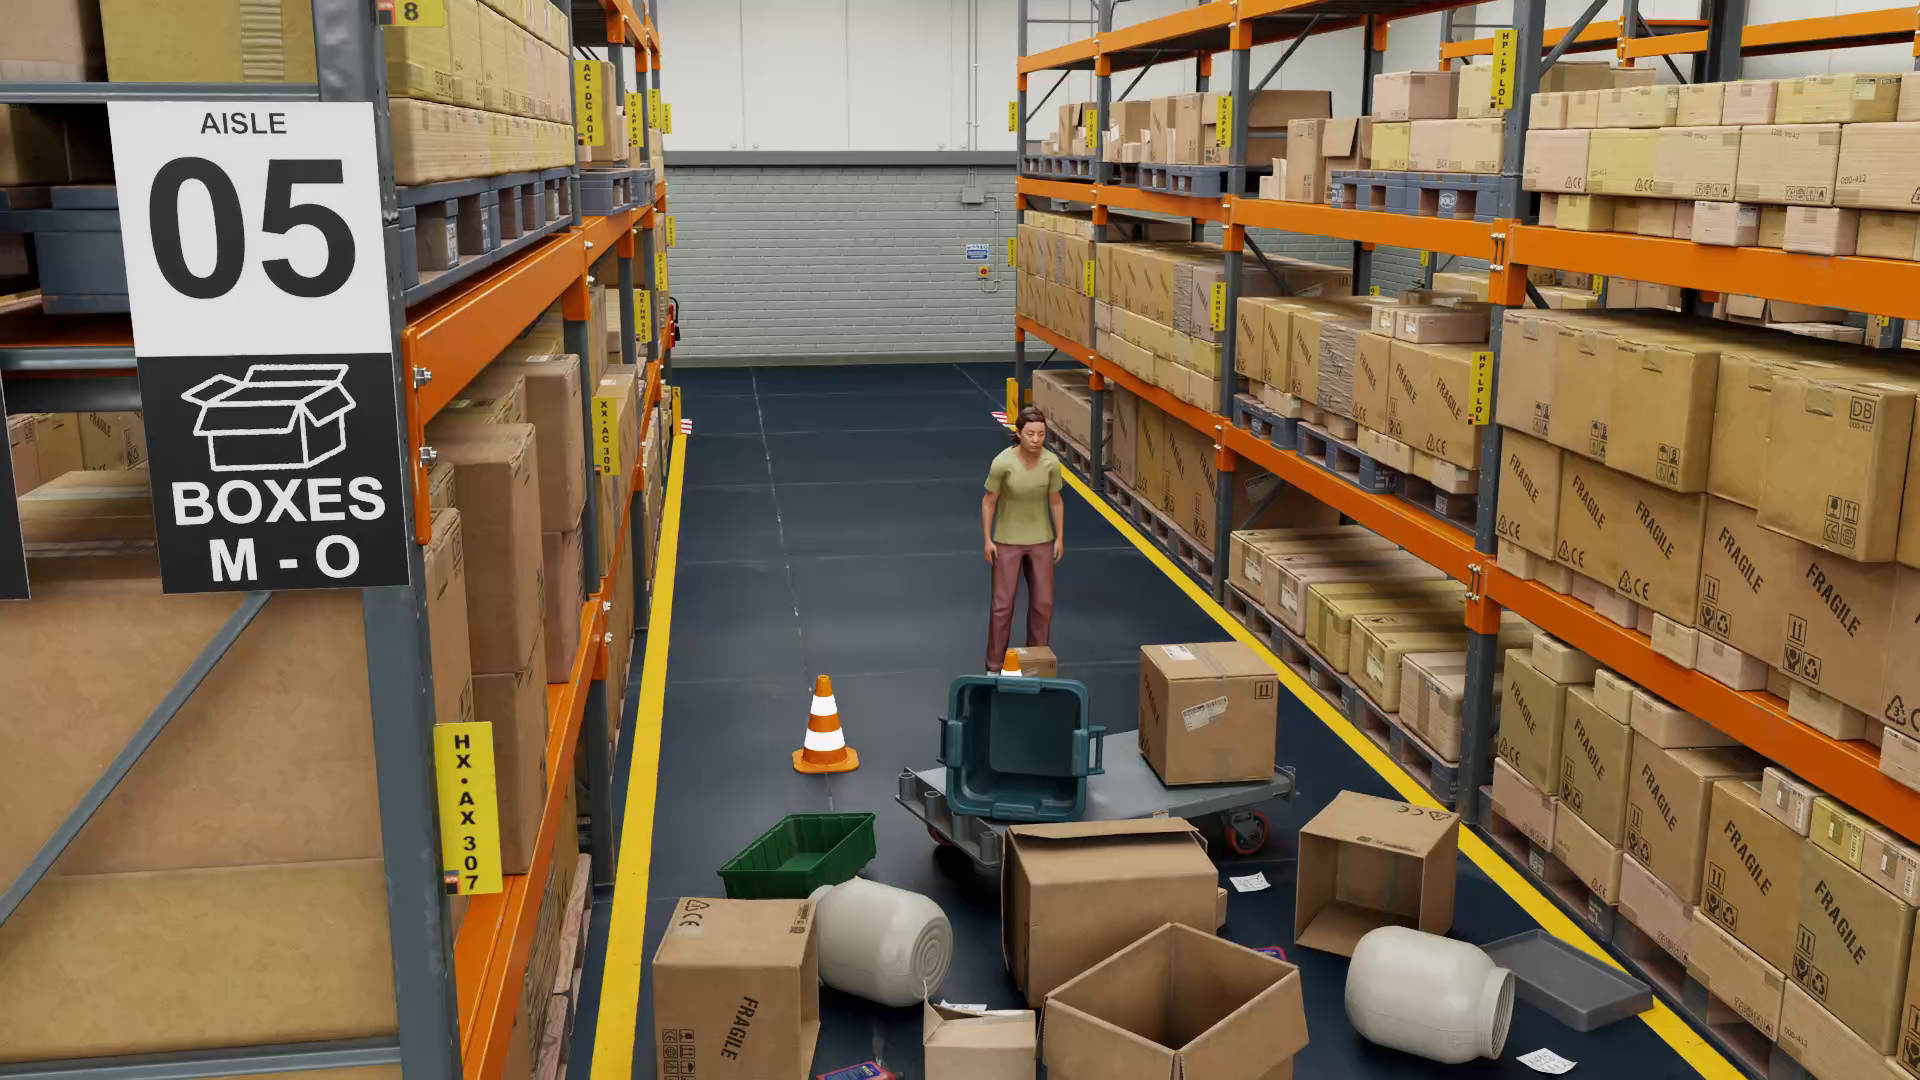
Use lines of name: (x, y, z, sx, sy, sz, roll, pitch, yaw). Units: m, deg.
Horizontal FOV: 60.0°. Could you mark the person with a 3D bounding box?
person: (0.377, 0.036, 9.841, 0.513, 1.671, 0.359, -3, 14, -12)
